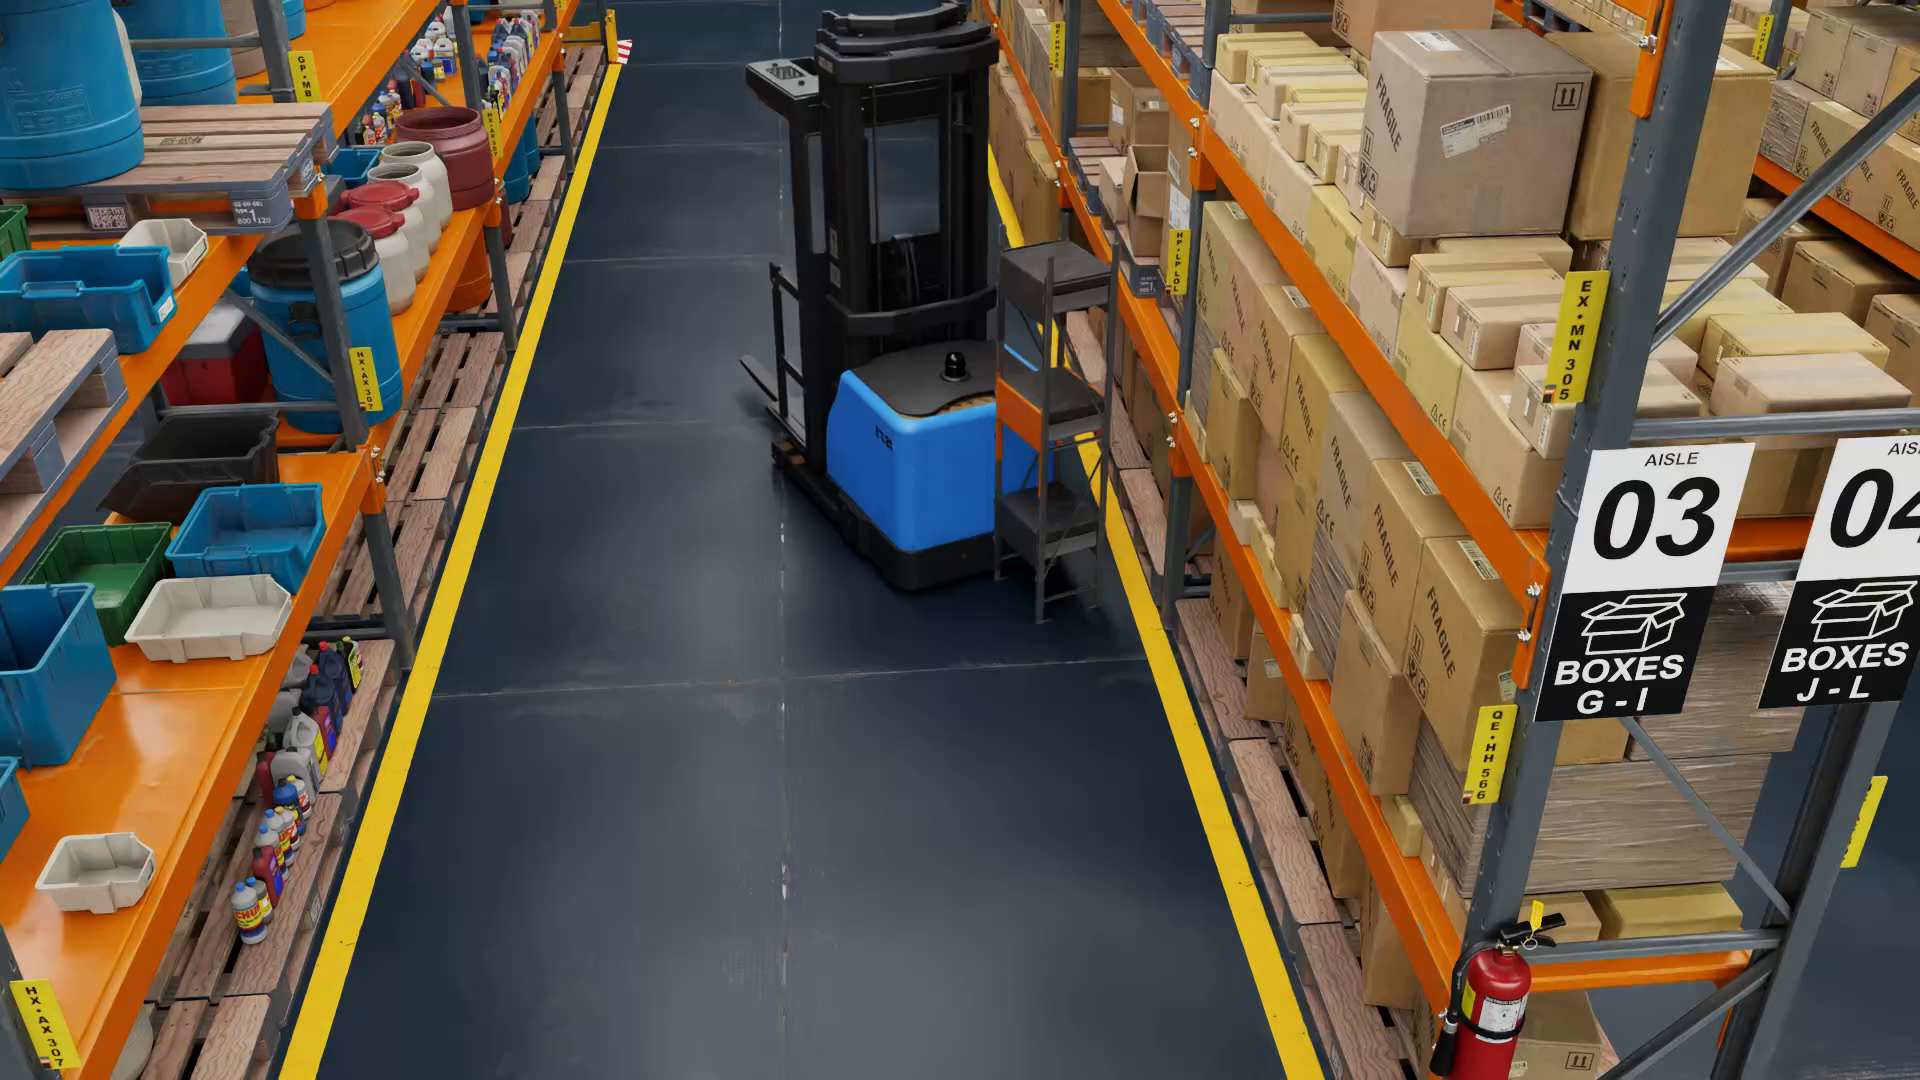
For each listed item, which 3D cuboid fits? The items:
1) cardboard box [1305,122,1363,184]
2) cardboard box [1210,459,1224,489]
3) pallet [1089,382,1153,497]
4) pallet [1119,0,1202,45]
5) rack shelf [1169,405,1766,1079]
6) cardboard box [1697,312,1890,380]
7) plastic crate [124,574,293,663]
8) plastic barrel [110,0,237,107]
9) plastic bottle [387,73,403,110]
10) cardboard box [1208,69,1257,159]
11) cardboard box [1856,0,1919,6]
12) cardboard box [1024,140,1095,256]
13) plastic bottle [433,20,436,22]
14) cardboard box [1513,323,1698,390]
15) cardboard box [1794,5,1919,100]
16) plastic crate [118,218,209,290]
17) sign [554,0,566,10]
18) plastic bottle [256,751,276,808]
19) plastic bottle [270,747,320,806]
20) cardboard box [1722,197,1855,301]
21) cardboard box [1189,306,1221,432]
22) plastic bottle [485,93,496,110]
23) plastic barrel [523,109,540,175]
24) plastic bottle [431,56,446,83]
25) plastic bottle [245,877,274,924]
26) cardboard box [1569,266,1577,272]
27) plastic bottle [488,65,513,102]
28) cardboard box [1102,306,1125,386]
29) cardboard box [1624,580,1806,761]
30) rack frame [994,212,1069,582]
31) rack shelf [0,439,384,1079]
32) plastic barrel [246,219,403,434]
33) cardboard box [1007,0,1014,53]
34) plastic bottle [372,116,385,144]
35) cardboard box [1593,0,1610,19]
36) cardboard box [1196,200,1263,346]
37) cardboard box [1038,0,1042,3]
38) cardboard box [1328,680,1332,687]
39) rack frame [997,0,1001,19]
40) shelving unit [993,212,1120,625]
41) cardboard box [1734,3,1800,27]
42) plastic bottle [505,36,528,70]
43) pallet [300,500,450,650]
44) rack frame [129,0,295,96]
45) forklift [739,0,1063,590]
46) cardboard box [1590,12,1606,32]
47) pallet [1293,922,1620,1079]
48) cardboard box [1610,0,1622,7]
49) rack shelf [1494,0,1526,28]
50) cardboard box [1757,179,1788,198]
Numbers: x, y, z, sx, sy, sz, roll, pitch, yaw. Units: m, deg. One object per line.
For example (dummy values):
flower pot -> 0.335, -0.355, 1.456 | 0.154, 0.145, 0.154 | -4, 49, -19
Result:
cardboard box -> 1.472, -1.402, 6.004 | 0.380, 0.149, 0.250 | -3, 31, -6
cardboard box -> 1.371, -0.365, 7.682 | 0.380, 0.149, 0.250 | -3, 31, -5
pallet -> 1.398, -0.677, 10.677 | 1.003, 0.211, 1.213 | -3, 31, -5
pallet -> 1.538, -2.909, 8.953 | 1.213, 0.211, 1.003 | -3, 31, -5
rack shelf -> 1.776, 0.478, 6.726 | 1.077, 0.370, 4.000 | -3, 31, -5
cardboard box -> 2.240, -0.493, 4.483 | 0.380, 0.149, 0.250 | -2, 31, -4
plastic crate -> -2.938, 0.315, 6.554 | 0.530, 0.136, 0.437 | -3, 31, -5
plastic barrel -> -3.606, -2.367, 7.374 | 0.600, 0.901, 0.708 | -3, 31, -5
plastic bottle -> -4.285, -3.376, 12.591 | 0.061, 0.283, 0.133 | -3, 31, -5
cardboard box -> 1.376, -1.833, 7.115 | 0.500, 0.250, 0.500 | -4, 31, -7
cardboard box -> 10.590, -5.735, 18.515 | 0.875, 0.438, 0.875 | -2, 31, -3
cardboard box -> 1.172, -2.516, 12.699 | 1.225, 0.875, 0.875 | -4, 31, -7
plastic bottle -> -4.429, -4.260, 14.083 | 0.097, 0.271, 0.097 | 0, 31, 0
cardboard box -> 1.719, -0.470, 4.444 | 0.380, 0.149, 0.250 | -4, 31, -6
cardboard box -> 6.195, -3.323, 11.315 | 0.700, 0.500, 0.500 | -3, 31, -5
plastic crate -> -2.790, -0.989, 5.813 | 0.243, 0.136, 0.396 | -3, 31, -5
sign -> -3.542, -4.843, 14.664 | 0.100, 0.325, 0.005 | -3, 31, -5
plastic bottle -> -3.042, 1.029, 7.322 | 0.061, 0.283, 0.133 | -3, 31, -5
plastic bottle -> -2.936, 1.027, 7.333 | 0.152, 0.276, 0.135 | -2, 31, -4
cardboard box -> 6.131, -1.980, 11.923 | 1.050, 0.750, 0.750 | -3, 31, -5
cardboard box -> 1.570, -0.790, 7.760 | 0.875, 0.500, 0.500 | -3, 31, -5
plastic bottle -> -3.445, -3.150, 12.212 | 0.061, 0.283, 0.133 | -3, 31, -5
plastic barrel -> -4.056, -3.700, 14.656 | 0.600, 0.901, 0.708 | -3, 31, -5
plastic bottle -> -4.195, -3.784, 13.353 | 0.097, 0.201, 0.097 | 0, 31, 0
plastic bottle -> -2.837, 1.446, 6.703 | 0.097, 0.201, 0.097 | 0, 31, 0
cardboard box -> 2.079, -0.808, 5.398 | 0.500, 0.250, 0.500 | -3, 31, -5
plastic bottle -> -3.564, -3.548, 12.886 | 0.152, 0.276, 0.135 | -3, 31, -5
cardboard box -> 1.363, -1.386, 11.154 | 0.700, 0.500, 0.500 | -5, 31, -9
cardboard box -> 2.183, 0.296, 4.966 | 0.500, 0.500, 0.500 | -3, 31, -5
rack frame -> 0.371, -0.713, 8.896 | 0.400, 2.100, 0.015 | -15, 34, -23
rack shelf -> -3.155, 0.715, 6.329 | 1.077, 0.370, 4.000 | -3, 31, -5
plastic barrel -> -3.077, -1.042, 8.080 | 0.600, 0.901, 0.708 | -3, 31, -5
cardboard box -> 0.684, -4.476, 14.221 | 0.500, 0.500, 0.500 | -3, 31, -5
plastic bottle -> -4.192, -2.935, 11.933 | 0.097, 0.201, 0.097 | 0, 31, 0
cardboard box -> 5.496, -4.430, 13.787 | 0.380, 0.149, 0.250 | -3, 31, -5
cardboard box -> 1.378, -1.210, 7.488 | 0.500, 0.500, 0.500 | -3, 31, -5
cardboard box -> 0.962, -4.733, 13.674 | 0.797, 0.503, 0.637 | -2, 31, -4
cardboard box -> 1.598, 0.525, 6.191 | 0.380, 0.149, 0.250 | -3, 31, -5
rack frame -> 0.842, -4.936, 15.089 | 1.000, 3.000, 0.127 | -3, 31, -5
shelving unit -> 0.482, -0.601, 8.709 | 0.431, 2.100, 0.503 | -15, 34, -23
cardboard box -> 6.243, -4.051, 12.862 | 0.380, 0.149, 0.250 | -4, 31, -7
plastic bottle -> -3.650, -4.016, 13.670 | 0.152, 0.276, 0.135 | -3, 31, -5
pallet -> -3.454, 0.183, 9.237 | 1.003, 0.211, 1.213 | -3, 31, -5
rack frame -> -3.342, -3.190, 6.316 | 1.000, 3.000, 0.127 | -3, 31, -5
forklift -> -0.533, -1.717, 9.767 | 1.130, 2.935, 3.031 | -15, 34, -23
cardboard box -> 5.496, -4.305, 13.868 | 0.380, 0.149, 0.250 | -3, 31, -5
pallet -> 1.915, 1.932, 6.310 | 1.003, 0.211, 1.213 | -3, 31, -5
cardboard box -> 5.519, -4.430, 13.496 | 0.380, 0.149, 0.250 | -2, 31, -3
rack shelf -> 5.603, -5.835, 17.295 | 1.077, 0.370, 4.000 | -3, 31, -5
cardboard box -> 6.340, -2.873, 12.932 | 0.500, 0.250, 0.500 | -4, 31, -7
